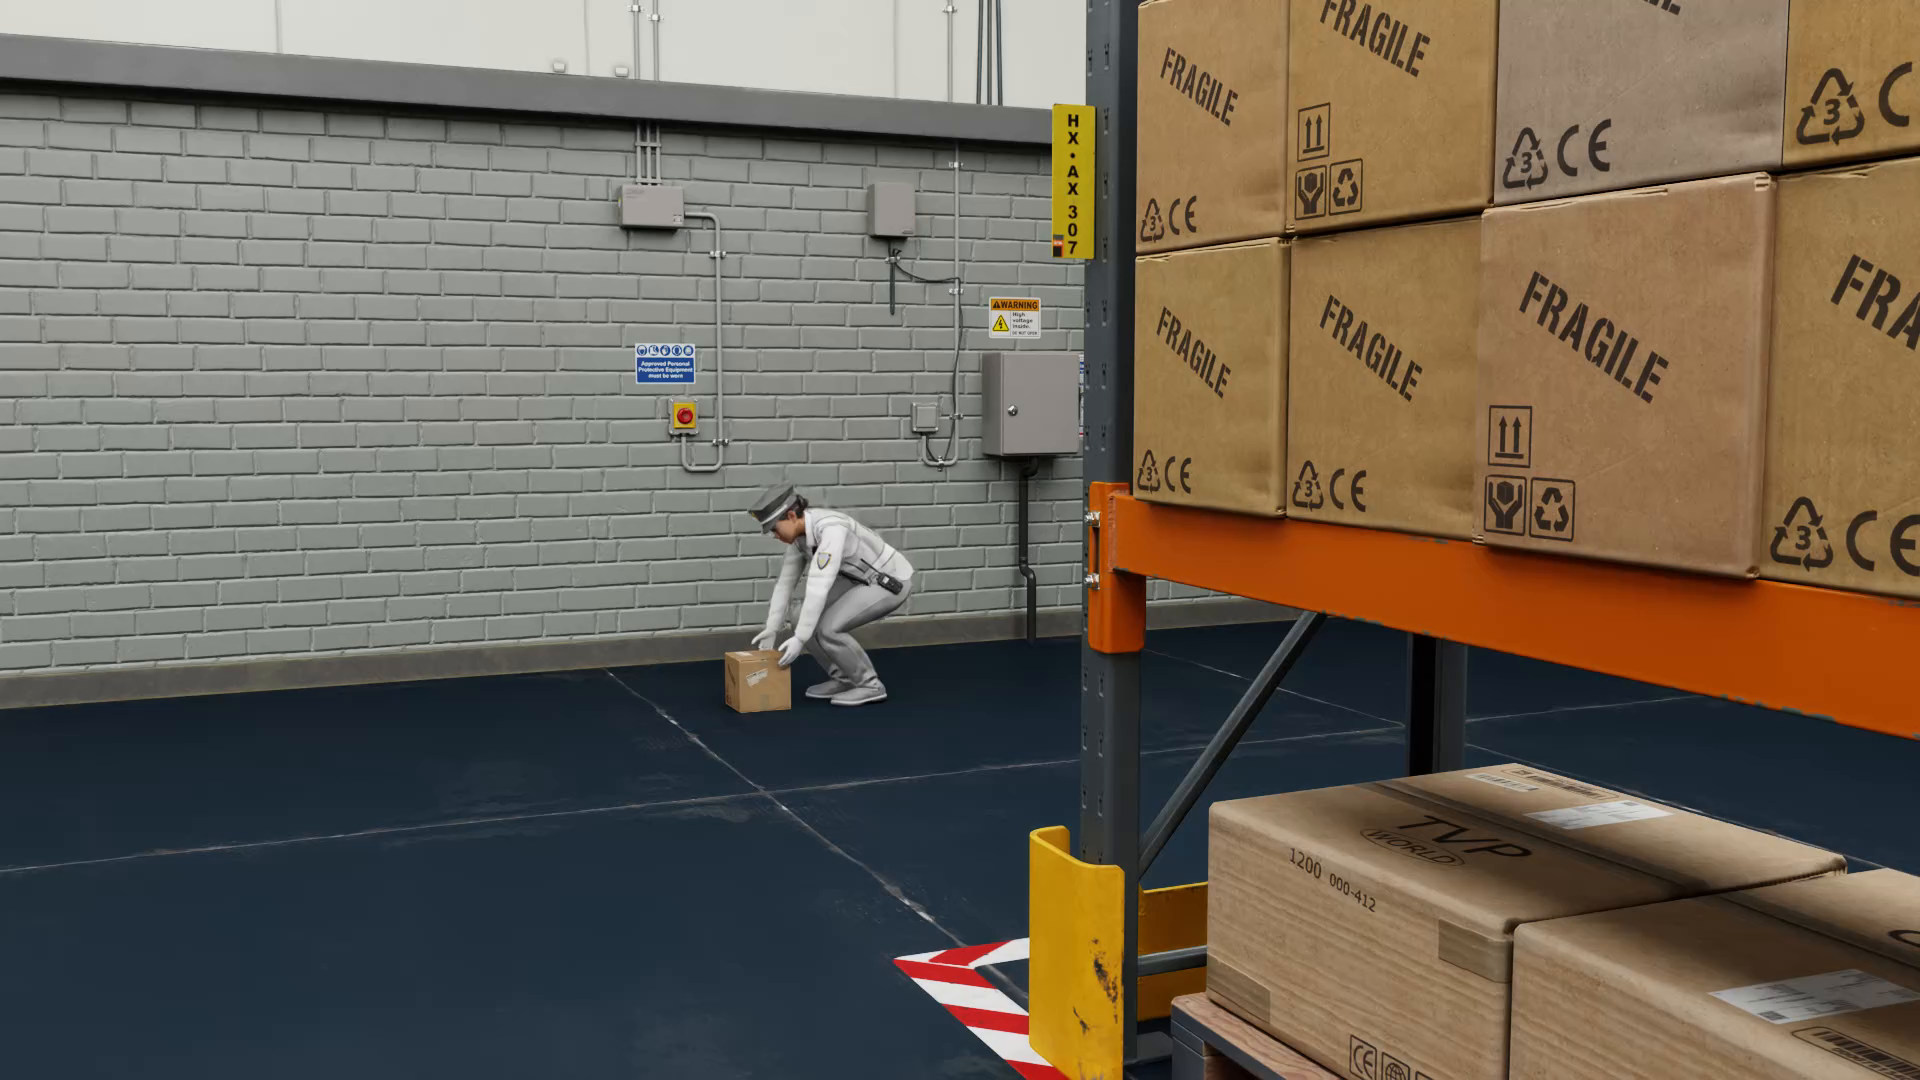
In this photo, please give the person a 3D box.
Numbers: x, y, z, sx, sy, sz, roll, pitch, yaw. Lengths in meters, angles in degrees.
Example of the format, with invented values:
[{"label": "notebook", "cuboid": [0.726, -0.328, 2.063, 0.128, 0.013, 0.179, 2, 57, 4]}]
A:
[{"label": "person", "cuboid": [-0.618, 0.253, 7.976, 0.827, 1.075, 0.505, -2, 6, -24]}]
